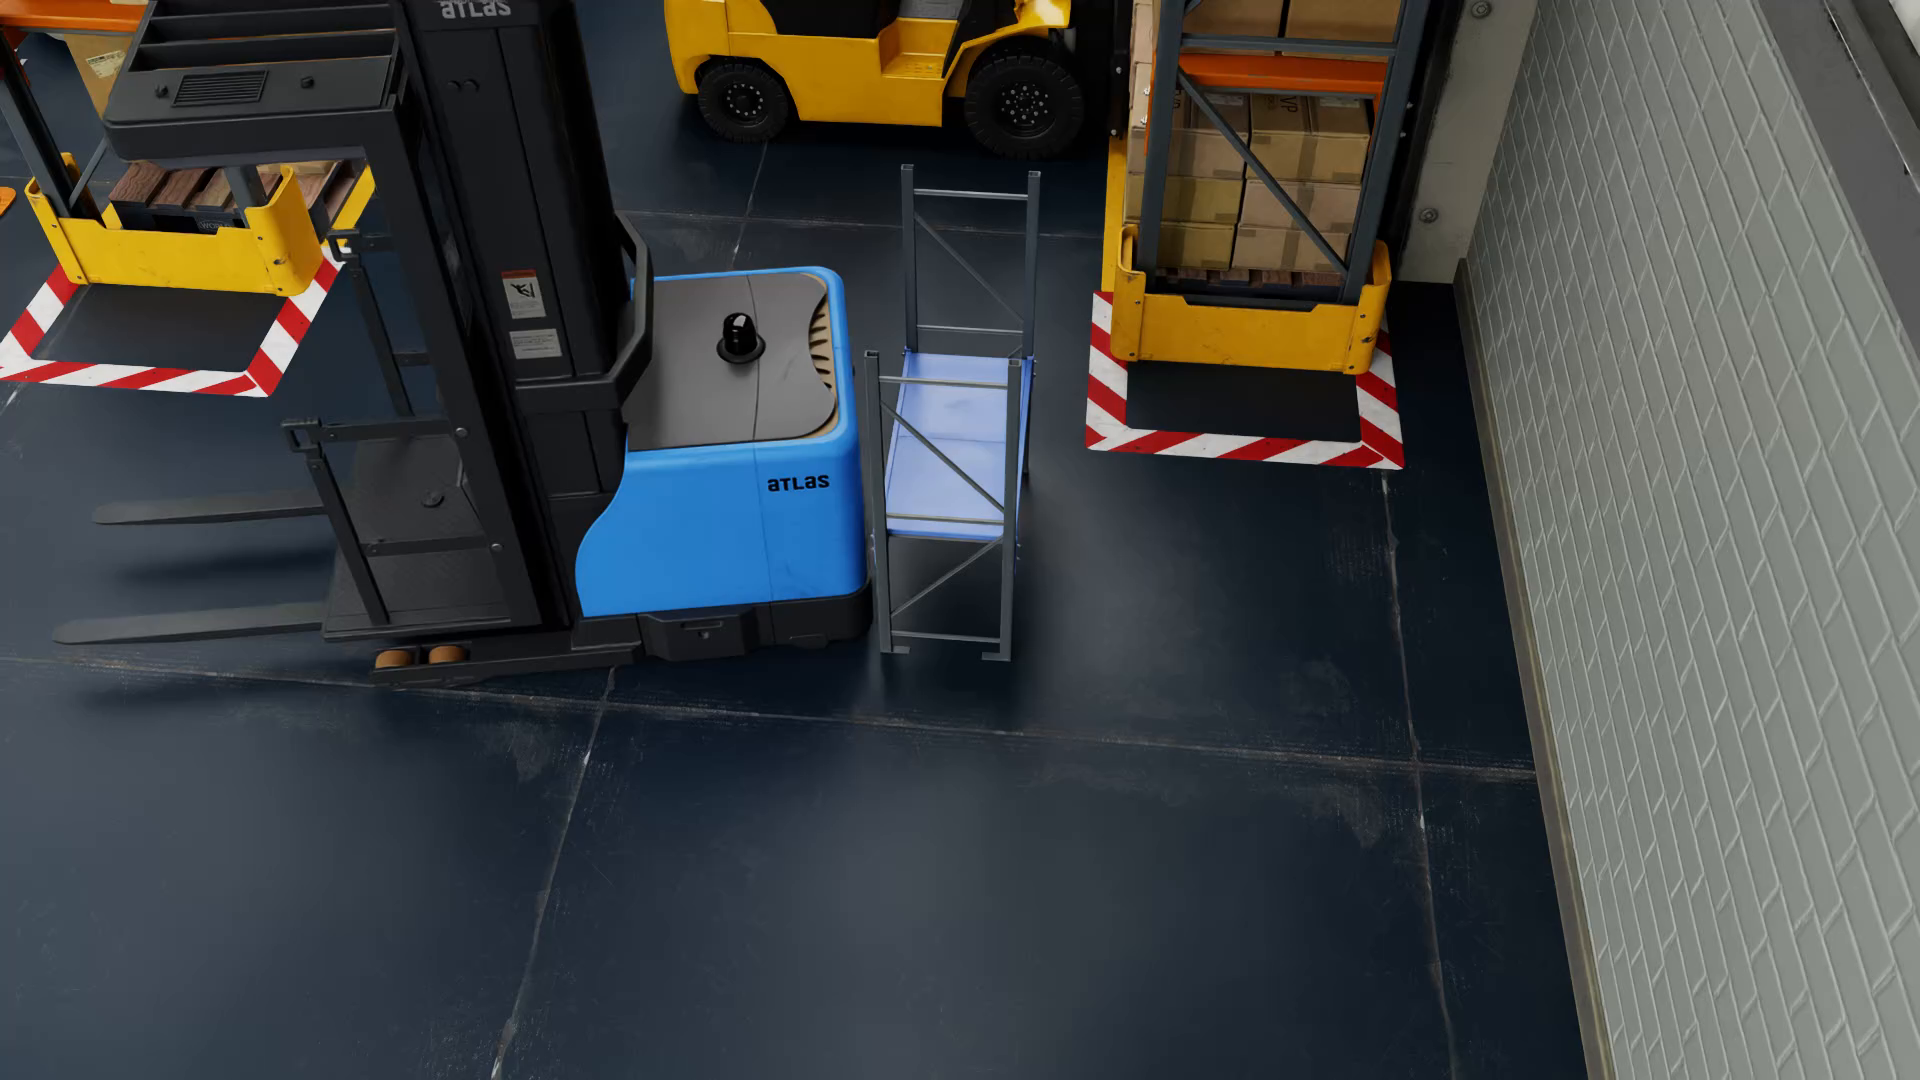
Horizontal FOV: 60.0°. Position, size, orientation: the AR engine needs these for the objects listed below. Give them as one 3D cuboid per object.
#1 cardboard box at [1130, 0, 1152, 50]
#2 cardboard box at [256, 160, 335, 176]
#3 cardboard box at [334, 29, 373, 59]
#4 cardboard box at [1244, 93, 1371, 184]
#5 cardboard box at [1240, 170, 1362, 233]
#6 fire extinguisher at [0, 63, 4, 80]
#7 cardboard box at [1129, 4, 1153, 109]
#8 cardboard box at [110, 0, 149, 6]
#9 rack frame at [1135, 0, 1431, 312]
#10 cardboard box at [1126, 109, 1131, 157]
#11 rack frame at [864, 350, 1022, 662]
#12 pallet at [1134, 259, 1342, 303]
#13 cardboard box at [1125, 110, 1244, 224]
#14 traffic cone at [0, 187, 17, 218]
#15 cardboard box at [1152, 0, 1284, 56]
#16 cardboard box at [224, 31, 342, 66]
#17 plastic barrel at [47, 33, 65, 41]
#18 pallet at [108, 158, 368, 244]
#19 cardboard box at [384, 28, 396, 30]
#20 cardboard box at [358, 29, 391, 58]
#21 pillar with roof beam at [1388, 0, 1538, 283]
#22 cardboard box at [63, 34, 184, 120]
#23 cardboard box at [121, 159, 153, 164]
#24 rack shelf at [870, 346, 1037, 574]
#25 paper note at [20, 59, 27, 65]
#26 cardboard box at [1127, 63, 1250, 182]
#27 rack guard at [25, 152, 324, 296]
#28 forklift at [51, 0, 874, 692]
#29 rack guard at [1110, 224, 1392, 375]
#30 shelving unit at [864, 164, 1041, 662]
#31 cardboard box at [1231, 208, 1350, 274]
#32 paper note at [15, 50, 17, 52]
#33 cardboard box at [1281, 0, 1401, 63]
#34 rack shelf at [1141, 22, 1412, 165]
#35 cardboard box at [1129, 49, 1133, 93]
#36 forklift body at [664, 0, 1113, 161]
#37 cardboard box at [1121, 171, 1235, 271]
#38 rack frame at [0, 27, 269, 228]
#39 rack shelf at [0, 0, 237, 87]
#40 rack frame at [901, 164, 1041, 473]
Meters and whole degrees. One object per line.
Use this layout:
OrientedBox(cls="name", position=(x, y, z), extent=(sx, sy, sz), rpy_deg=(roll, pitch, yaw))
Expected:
OrientedBox(cls="cardboard box", position=(1.086, -2.591, 8.014), extent=(0.500, 0.250, 0.500), rpy_deg=(4, 48, 4))
OrientedBox(cls="cardboard box", position=(-3.316, -2.052, 8.199), extent=(0.500, 0.250, 0.500), rpy_deg=(4, 48, 3))
OrientedBox(cls="cardboard box", position=(-3.272, -2.707, 8.290), extent=(0.500, 0.500, 0.500), rpy_deg=(2, 48, 2))
OrientedBox(cls="cardboard box", position=(1.510, -1.825, 7.313), extent=(0.500, 0.250, 0.500), rpy_deg=(3, 48, 3))
OrientedBox(cls="cardboard box", position=(1.528, -1.647, 7.490), extent=(0.500, 0.250, 0.500), rpy_deg=(5, 48, 4))
OrientedBox(cls="fire extinguisher", position=(-4.135, -2.185, 6.794), extent=(0.296, 0.674, 0.183), rpy_deg=(4, 48, 4))
OrientedBox(cls="cardboard box", position=(1.050, -2.219, 7.674), extent=(0.500, 0.250, 0.500), rpy_deg=(5, 48, 4))
OrientedBox(cls="cardboard box", position=(-3.428, -2.415, 7.122), extent=(0.380, 0.149, 0.250), rpy_deg=(4, 48, 4))
OrientedBox(cls="rack frame", position=(1.278, -1.933, 6.511), extent=(1.000, 3.000, 0.127), rpy_deg=(4, 48, 4))
OrientedBox(cls="cardboard box", position=(1.061, -1.878, 8.040), extent=(0.500, 0.250, 0.500), rpy_deg=(4, 48, 4))
OrientedBox(cls="rack frame", position=(-0.054, -0.070, 5.824), extent=(0.500, 1.500, 0.032), rpy_deg=(4, 48, 4))
OrientedBox(cls="pallet", position=(1.306, -1.557, 8.057), extent=(1.003, 0.211, 1.213), rpy_deg=(4, 48, 4))
OrientedBox(cls="cardboard box", position=(1.011, -1.694, 7.533), extent=(0.500, 0.250, 0.500), rpy_deg=(3, 48, 3))
OrientedBox(cls="traffic cone", position=(-4.911, -1.811, 8.118), extent=(0.336, 0.463, 0.334), rpy_deg=(4, 48, 4))
OrientedBox(cls="cardboard box", position=(1.061, -2.346, 6.821), extent=(0.500, 0.500, 0.500), rpy_deg=(3, 48, 3))
OrientedBox(cls="cardboard box", position=(-3.315, -2.323, 7.938), extent=(0.500, 0.500, 0.500), rpy_deg=(2, 48, 2))
OrientedBox(cls="plastic barrel", position=(-4.985, -3.014, 9.246), extent=(0.421, 0.421, 0.512), rpy_deg=(-36, 57, -28))
OrientedBox(cls="pallet", position=(-3.549, -1.973, 8.438), extent=(1.003, 0.211, 1.213), rpy_deg=(4, 48, 4))
OrientedBox(cls="cardboard box", position=(-3.225, -2.828, 8.909), extent=(0.500, 0.250, 0.500), rpy_deg=(7, 48, 6))
OrientedBox(cls="cardboard box", position=(-3.262, -2.427, 8.541), extent=(0.500, 0.250, 0.500), rpy_deg=(5, 48, 5))
OrientedBox(cls="pillar with roof beam", position=(-2.048, -4.698, 4.975), extent=(9.100, 9.000, 0.400), rpy_deg=(4, 48, 4))
OrientedBox(cls="cardboard box", position=(-3.852, -2.337, 7.951), extent=(0.500, 0.500, 0.500), rpy_deg=(4, 48, 4))
OrientedBox(cls="cardboard box", position=(-3.857, -2.108, 8.250), extent=(0.500, 0.250, 0.500), rpy_deg=(4, 48, 3))
OrientedBox(cls="rack shelf", position=(-0.008, -0.322, 6.298), extent=(0.538, 0.185, 1.000), rpy_deg=(4, 48, 4))
OrientedBox(cls="paper note", position=(-5.183, -2.617, 9.163), extent=(0.032, 0.001, 0.123), rpy_deg=(4, 48, 4))
OrientedBox(cls="cardboard box", position=(1.009, -1.844, 7.331), extent=(0.500, 0.250, 0.500), rpy_deg=(5, 48, 5))
OrientedBox(cls="rack guard", position=(-3.658, -1.476, 7.787), extent=(1.175, 0.500, 0.348), rpy_deg=(4, 48, 4))
OrientedBox(cls="forklift", position=(-1.886, -0.835, 5.553), extent=(3.031, 2.935, 1.130), rpy_deg=(-5, 48, -4))
OrientedBox(cls="rack guard", position=(1.276, -1.072, 7.417), extent=(1.175, 0.500, 0.348), rpy_deg=(4, 48, 4))
OrientedBox(cls="shelving unit", position=(-0.008, -0.443, 6.165), extent=(0.538, 1.500, 1.048), rpy_deg=(4, 48, 4))
OrientedBox(cls="cardboard box", position=(1.518, -1.495, 7.689), extent=(0.500, 0.250, 0.500), rpy_deg=(4, 48, 4))
OrientedBox(cls="paper note", position=(-5.335, -2.701, 9.233), extent=(0.148, 0.019, 0.142), rpy_deg=(19, 50, 17))
OrientedBox(cls="cardboard box", position=(1.600, -2.312, 6.790), extent=(0.500, 0.500, 0.500), rpy_deg=(5, 48, 5))
OrientedBox(cls="rack shelf", position=(1.460, -3.160, 8.121), extent=(1.077, 0.370, 4.000), rpy_deg=(4, 48, 4))
OrientedBox(cls="cardboard box", position=(1.094, -2.443, 8.217), extent=(0.500, 0.250, 0.500), rpy_deg=(3, 48, 3))
OrientedBox(cls="forklift body", position=(-0.366, -3.163, 8.211), extent=(2.313, 2.155, 1.214), rpy_deg=(4, 48, 4))
OrientedBox(cls="cardboard box", position=(1.006, -1.513, 7.706), extent=(0.500, 0.250, 0.500), rpy_deg=(4, 48, 4))
OrientedBox(cls="rack frame", position=(-3.665, -2.264, 6.814), extent=(1.000, 3.000, 0.127), rpy_deg=(4, 48, 4))
OrientedBox(cls="rack shelf", position=(-3.483, -3.491, 8.424), extent=(1.077, 0.370, 4.000), rpy_deg=(4, 48, 4))
OrientedBox(cls="rack frame", position=(0.039, -0.817, 6.507), extent=(0.500, 1.500, 0.032), rpy_deg=(4, 48, 4))
